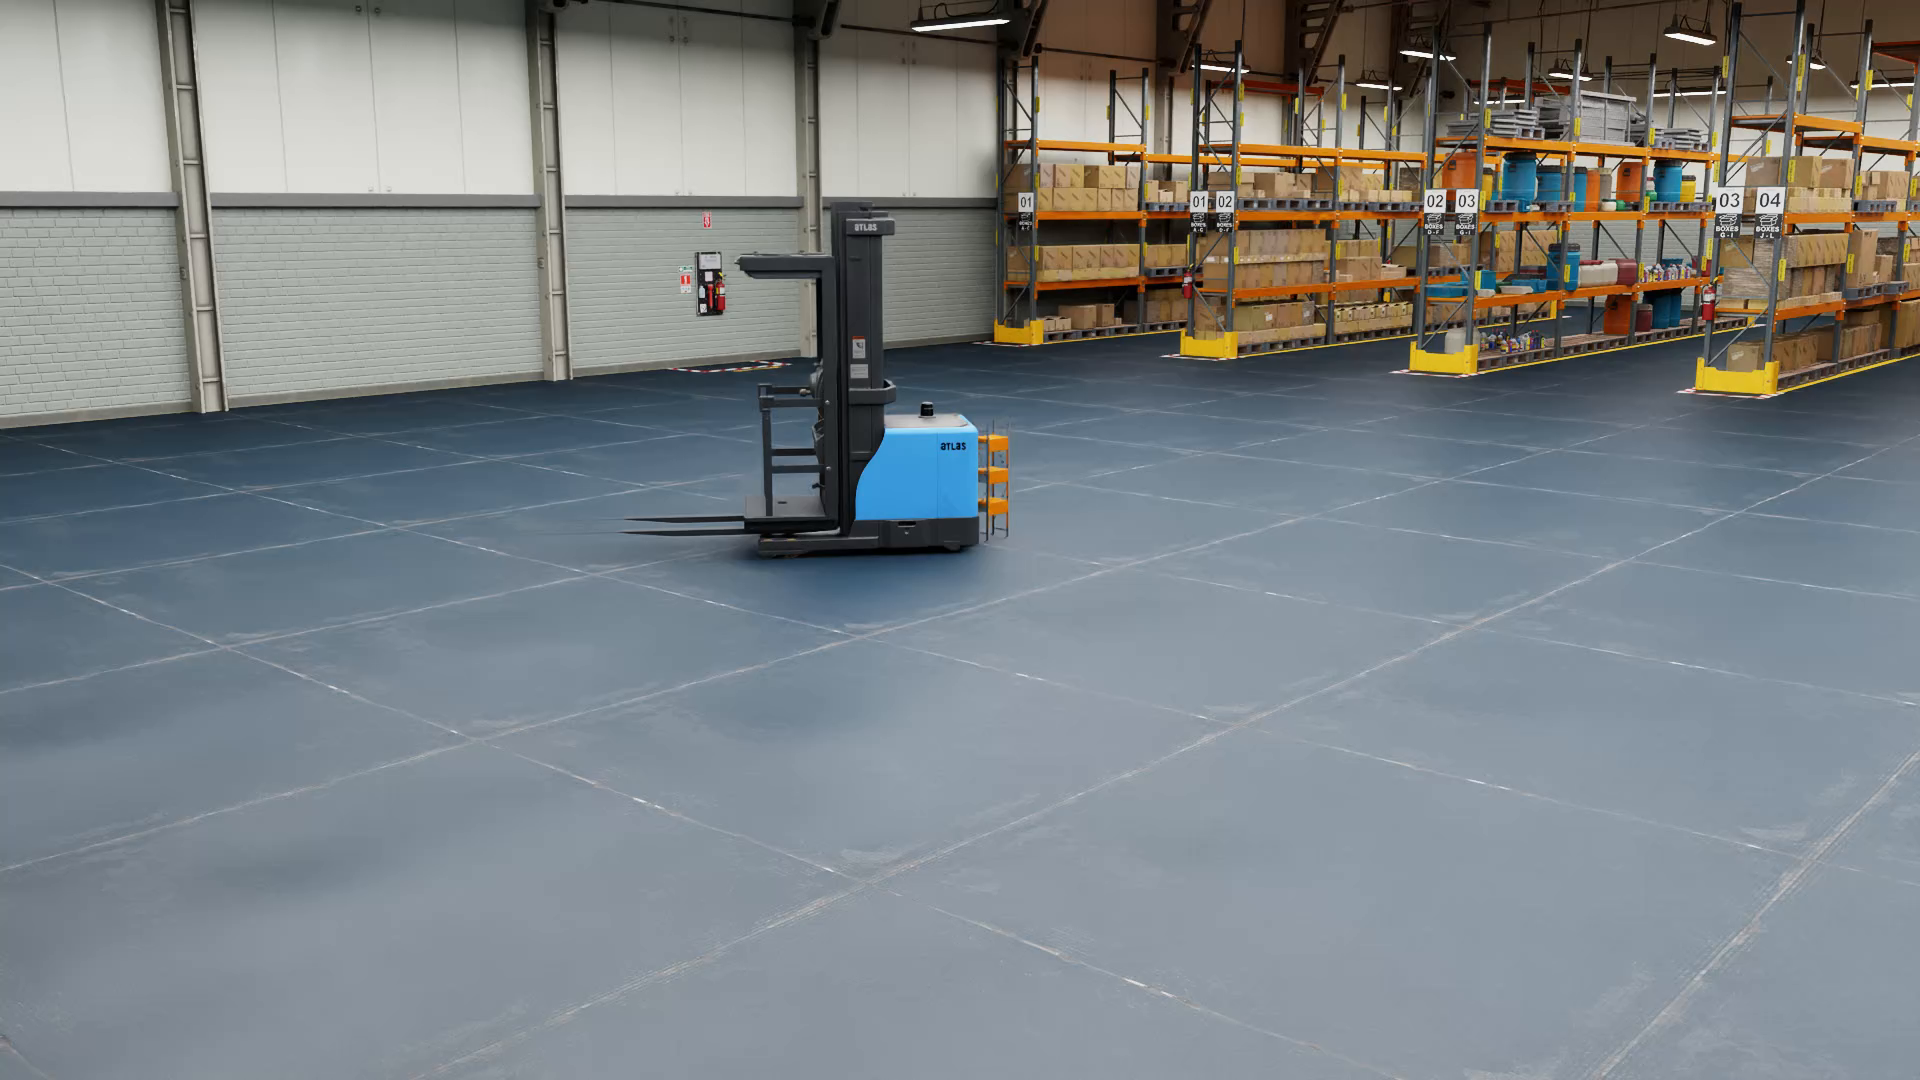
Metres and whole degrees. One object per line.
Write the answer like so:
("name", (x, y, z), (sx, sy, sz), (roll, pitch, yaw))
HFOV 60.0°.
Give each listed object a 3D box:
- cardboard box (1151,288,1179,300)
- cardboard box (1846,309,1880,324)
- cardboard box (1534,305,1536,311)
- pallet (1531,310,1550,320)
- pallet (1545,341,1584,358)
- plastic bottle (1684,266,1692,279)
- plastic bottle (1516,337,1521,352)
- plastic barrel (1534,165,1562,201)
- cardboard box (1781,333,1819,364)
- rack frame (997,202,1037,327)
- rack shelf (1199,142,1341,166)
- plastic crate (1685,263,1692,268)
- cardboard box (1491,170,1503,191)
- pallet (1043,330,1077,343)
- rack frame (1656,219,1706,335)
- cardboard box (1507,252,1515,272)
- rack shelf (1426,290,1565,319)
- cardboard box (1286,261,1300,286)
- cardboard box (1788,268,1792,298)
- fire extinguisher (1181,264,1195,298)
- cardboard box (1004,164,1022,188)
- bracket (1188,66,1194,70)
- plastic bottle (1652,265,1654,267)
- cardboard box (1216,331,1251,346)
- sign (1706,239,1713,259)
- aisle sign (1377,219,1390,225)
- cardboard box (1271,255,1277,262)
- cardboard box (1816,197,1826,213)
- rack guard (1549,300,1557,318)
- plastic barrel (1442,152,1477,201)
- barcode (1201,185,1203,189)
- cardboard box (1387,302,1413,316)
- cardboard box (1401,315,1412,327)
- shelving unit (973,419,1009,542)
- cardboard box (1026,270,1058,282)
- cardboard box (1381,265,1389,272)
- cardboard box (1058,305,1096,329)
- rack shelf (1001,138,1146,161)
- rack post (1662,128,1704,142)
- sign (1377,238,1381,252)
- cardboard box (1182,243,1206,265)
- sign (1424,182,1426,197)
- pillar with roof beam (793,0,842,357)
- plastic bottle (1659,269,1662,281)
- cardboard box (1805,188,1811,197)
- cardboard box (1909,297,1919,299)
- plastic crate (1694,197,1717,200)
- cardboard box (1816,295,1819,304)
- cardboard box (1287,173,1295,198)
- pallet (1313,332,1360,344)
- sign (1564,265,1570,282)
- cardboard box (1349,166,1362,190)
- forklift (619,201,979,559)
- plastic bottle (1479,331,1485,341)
("cardboard box", (4.968, -5.971, 40.290), (0.500, 0.250, 0.500), (9, 15, 39))
("cardboard box", (17.249, -4.283, 31.839), (0.500, 0.250, 0.500), (11, 15, 43))
("cardboard box", (15.002, -6.152, 43.966), (0.380, 0.166, 0.250), (10, 15, 40))
("pallet", (14.935, -5.990, 44.161), (1.003, 0.211, 1.213), (10, 15, 40))
("pallet", (11.797, -3.832, 33.360), (1.003, 0.211, 1.213), (10, 15, 40))
("plastic bottle", (16.571, -6.096, 37.889), (0.152, 0.276, 0.135), (10, 15, 40))
("plastic bottle", (10.524, -3.690, 31.370), (0.097, 0.271, 0.097), (0, 11, 0))
("plastic barrel", (11.481, -6.899, 32.655), (0.600, 0.901, 0.708), (10, 15, 40))
("cardboard box", (14.734, -3.365, 29.212), (0.500, 0.500, 0.500), (9, 15, 39))
("rack frame", (1.226, -5.772, 35.950), (1.000, 3.000, 0.127), (10, 15, 40))
("rack shelf", (6.269, -7.819, 33.741), (1.077, 0.370, 4.000), (10, 15, 40))
("plastic crate", (17.752, -6.560, 40.173), (0.416, 0.233, 0.300), (10, 15, 40))
("cardboard box", (13.163, -8.984, 41.567), (0.700, 0.500, 0.500), (10, 15, 40))
("pallet", (1.839, -4.530, 36.854), (1.003, 0.211, 1.213), (10, 15, 40))
("rack frame", (16.589, -6.256, 38.376), (1.000, 3.000, 0.127), (10, 15, 40))
("cardboard box", (13.747, -7.062, 42.154), (0.500, 0.500, 0.500), (10, 15, 41))
("rack shelf", (9.988, -4.432, 31.080), (1.077, 0.370, 4.000), (10, 15, 40))
("cardboard box", (6.624, -5.551, 34.592), (0.700, 0.500, 0.500), (10, 15, 41))
("cardboard box", (13.012, -4.212, 27.125), (0.875, 0.500, 0.500), (10, 15, 40))
("fire extinguisher", (4.522, -5.136, 32.967), (0.296, 0.674, 0.183), (10, 15, 40))
("cardboard box", (1.314, -7.889, 36.033), (0.500, 0.500, 0.500), (11, 15, 43))
("bracket", (5.539, -11.591, 40.581), (0.235, 0.232, 0.430), (10, 15, 40))
("plastic bottle", (15.938, -6.181, 38.295), (0.061, 0.283, 0.133), (10, 15, 40))
("cardboard box", (5.470, -4.039, 33.225), (0.500, 0.250, 0.500), (10, 15, 40))
("sign", (11.984, -4.648, 26.560), (0.100, 0.325, 0.005), (10, 15, 40))
("aisle sign", (12.060, -9.372, 47.340), (0.394, 0.787, 0.004), (10, 15, 40))
("cardboard box", (6.219, -5.718, 33.772), (0.380, 0.149, 0.250), (10, 15, 40))
("cardboard box", (13.906, -5.511, 27.372), (0.500, 0.250, 0.500), (10, 15, 42))
("rack guard", (15.461, -6.249, 44.721), (1.175, 0.500, 0.348), (10, 15, 40))
("plastic barrel", (8.893, -6.466, 29.600), (0.600, 0.830, 0.708), (10, 15, 40))
("barcode", (4.786, -6.994, 32.930), (0.001, 0.075, 0.075), (10, 15, 40))
("cardboard box", (10.069, -5.332, 38.267), (0.500, 0.311, 0.500), (10, 15, 42))
("cardboard box", (10.066, -5.057, 38.321), (0.500, 0.250, 0.500), (10, 15, 42))
("shelving unit", (0.270, -0.525, 14.661), (0.252, 1.050, 0.215), (-10, 15, -42))
("cardboard box", (1.786, -5.739, 36.116), (0.500, 0.250, 0.500), (9, 15, 39))
("cardboard box", (9.494, -6.158, 38.114), (0.500, 0.311, 0.500), (10, 15, 40))
("cardboard box", (2.648, -5.037, 37.531), (0.700, 0.500, 0.500), (9, 14, 37))
("rack shelf", (2.546, -8.653, 36.906), (1.077, 0.370, 4.000), (10, 15, 40))
("rack post", (16.009, -9.041, 37.196), (0.937, 0.300, 0.954), (9, 15, 39))
("sign", (9.816, -6.906, 38.877), (0.100, 0.325, 0.005), (10, 15, 40))
("cardboard box", (5.855, -7.057, 41.008), (0.700, 0.500, 0.500), (8, 14, 35))
("sign", (10.641, -7.999, 37.921), (0.100, 0.325, 0.005), (10, 15, 40))
("pillar with roof beam", (0.311, -7.489, 29.231), (9.100, 9.000, 0.548), (10, 15, 40))
("plastic bottle", (15.336, -5.810, 36.470), (0.097, 0.271, 0.097), (0, 11, 0))
("cardboard box", (13.458, -5.599, 26.790), (0.380, 0.149, 0.250), (10, 15, 40))
("cardboard box", (19.313, -4.552, 34.194), (1.225, 0.875, 0.875), (9, 14, 38))
("plastic crate", (18.014, -8.096, 40.087), (0.504, 0.338, 0.767), (10, 15, 40))
("cardboard box", (14.245, -4.069, 28.064), (0.380, 0.149, 0.250), (10, 15, 40))
("cardboard box", (6.408, -7.290, 34.202), (0.637, 0.503, 0.797), (-10, 15, -41))
("pallet", (8.047, -4.466, 36.533), (1.003, 0.211, 1.213), (10, 15, 40))
("sign", (11.714, -5.142, 32.092), (0.100, 0.325, 0.005), (10, 15, 40))
("cardboard box", (8.385, -7.864, 36.162), (0.500, 0.500, 0.500), (-10, 15, -42))
("forklift", (-1.393, -1.389, 14.182), (3.031, 2.935, 1.130), (-1, 11, -7))
("plastic bottle", (9.935, -3.813, 31.784), (0.144, 0.351, 0.185), (11, 15, 43))
